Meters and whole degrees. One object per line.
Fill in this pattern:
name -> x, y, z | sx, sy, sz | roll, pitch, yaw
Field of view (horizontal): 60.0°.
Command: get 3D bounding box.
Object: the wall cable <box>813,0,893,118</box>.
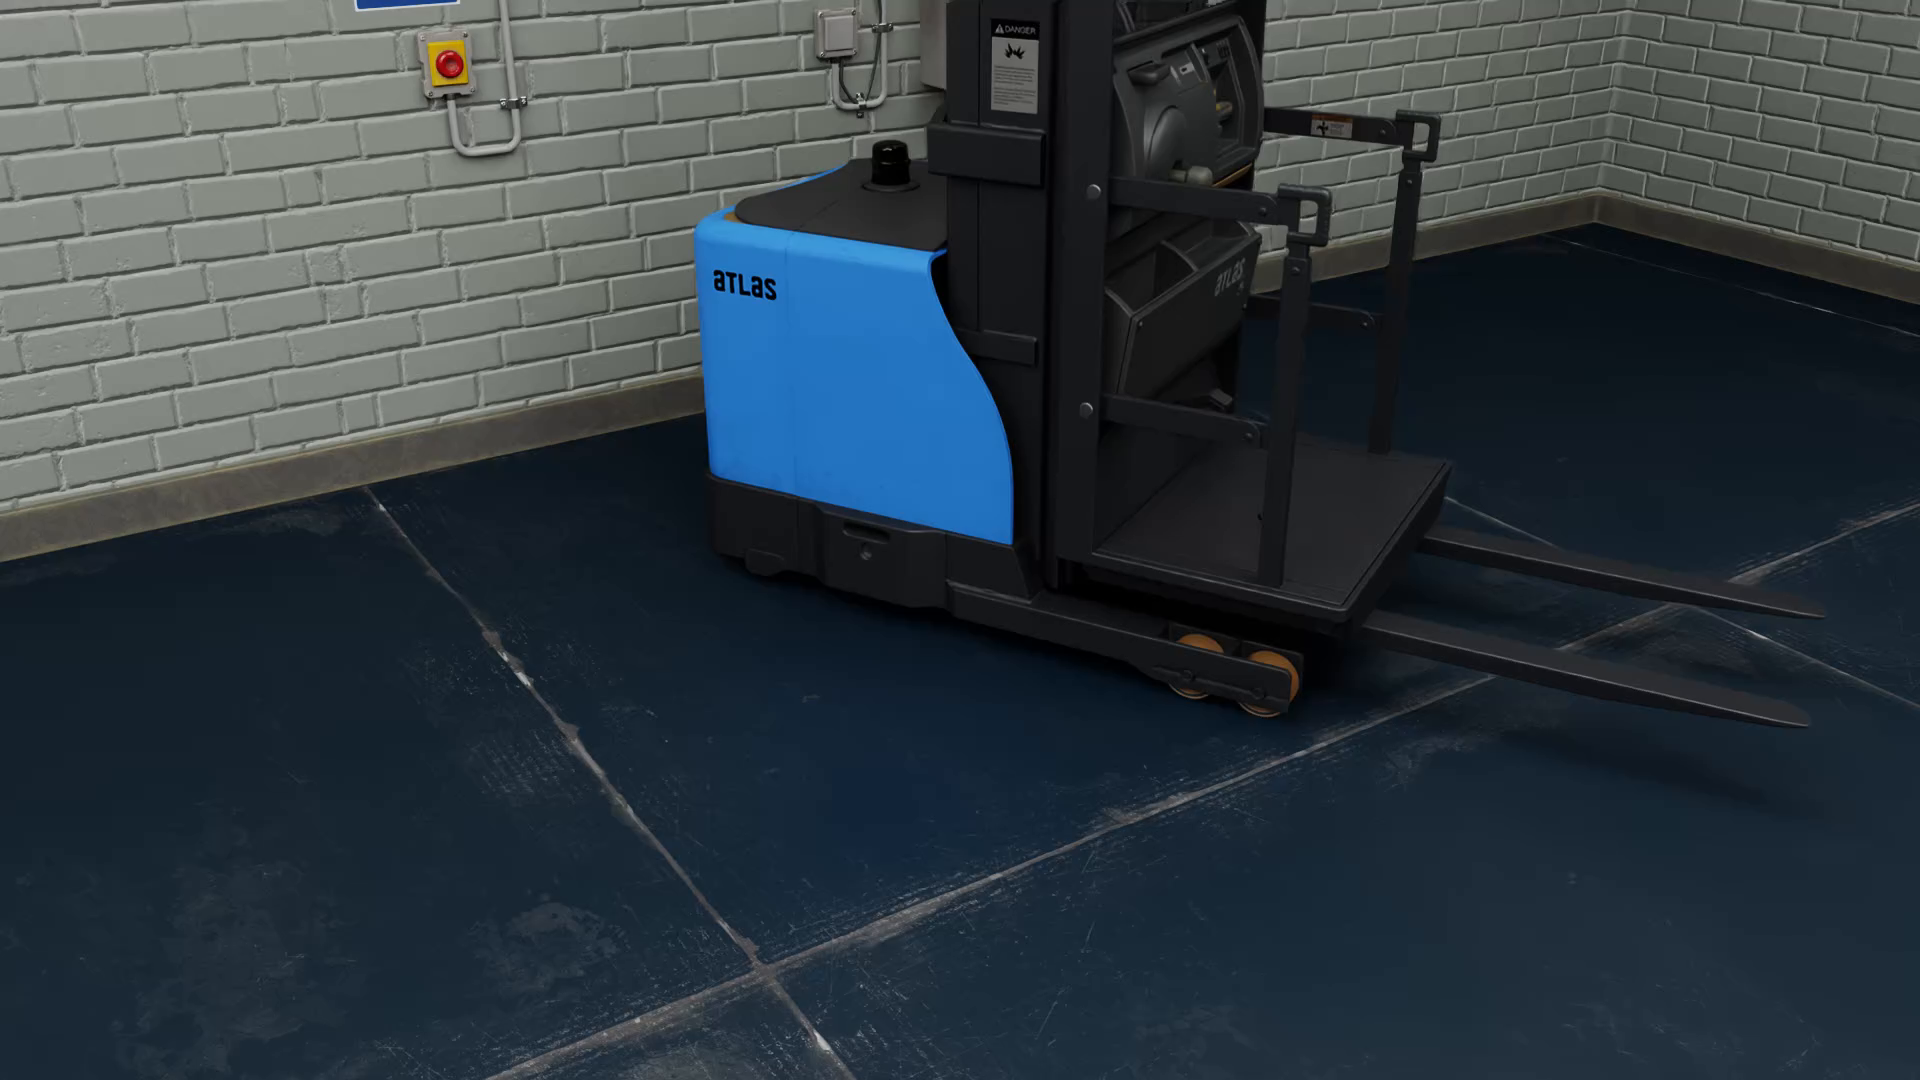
wall cable -> -0.468, -2.424, 5.681 | 0.588, 1.984, 0.122 | -16, 29, -30

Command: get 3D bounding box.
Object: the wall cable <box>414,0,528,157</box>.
wall cable -> -1.650, -2.103, 4.965 | 0.585, 1.953, 0.123 | -16, 29, -30

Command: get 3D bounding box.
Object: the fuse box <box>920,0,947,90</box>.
fuse box -> 0.190, -1.484, 6.390 | 0.539, 1.711, 0.414 | -16, 29, -30

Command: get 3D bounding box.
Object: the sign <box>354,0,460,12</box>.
sign -> -1.724, -1.763, 5.153 | 0.327, 0.218, 0.001 | -16, 29, -30

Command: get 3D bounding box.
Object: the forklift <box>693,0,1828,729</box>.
forklift -> 0.779, -1.128, 4.206 | 3.031, 2.935, 1.130 | 13, 28, 26
